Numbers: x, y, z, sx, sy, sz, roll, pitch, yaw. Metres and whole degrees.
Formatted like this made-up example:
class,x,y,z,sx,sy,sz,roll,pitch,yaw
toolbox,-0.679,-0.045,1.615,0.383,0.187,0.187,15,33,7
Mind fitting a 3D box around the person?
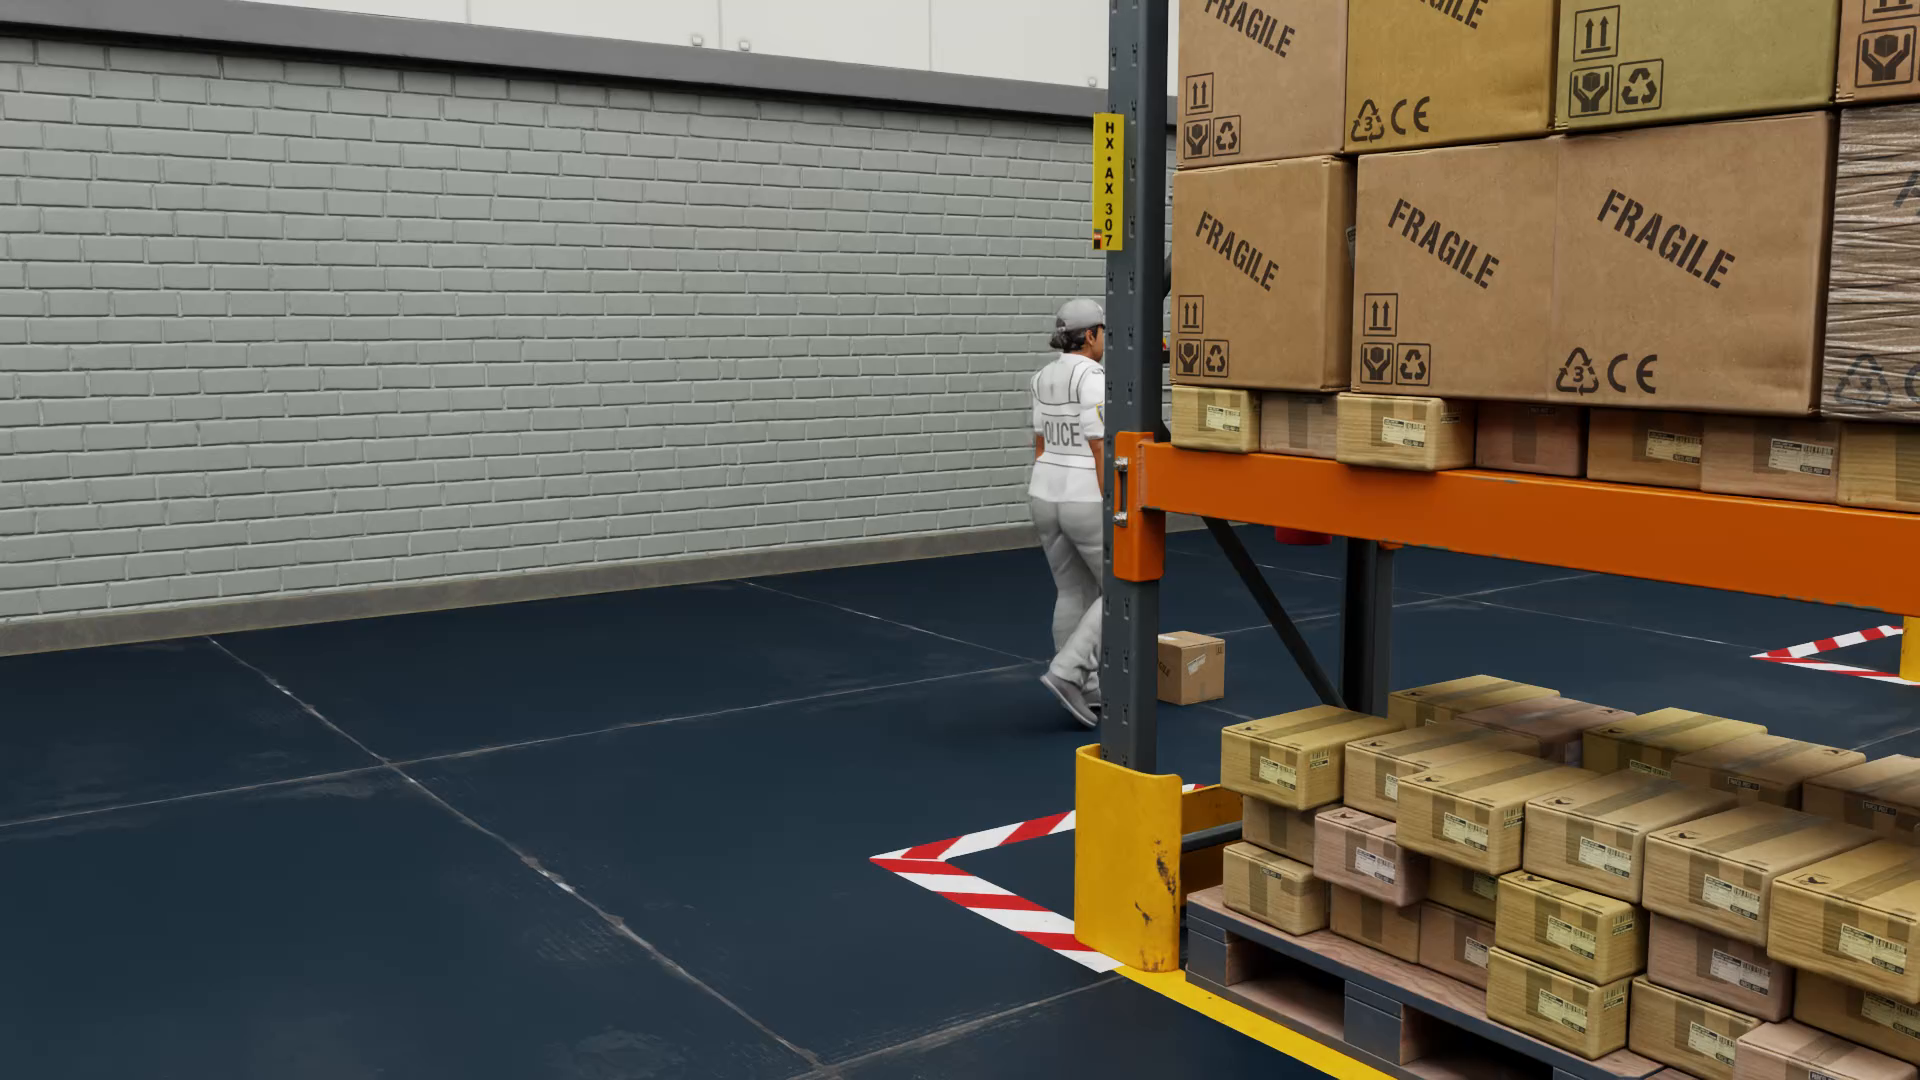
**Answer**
class,x,y,z,sx,sy,sz,roll,pitch,yaw
person,0.482,-0.116,6.619,0.535,1.677,0.493,-5,9,-31
